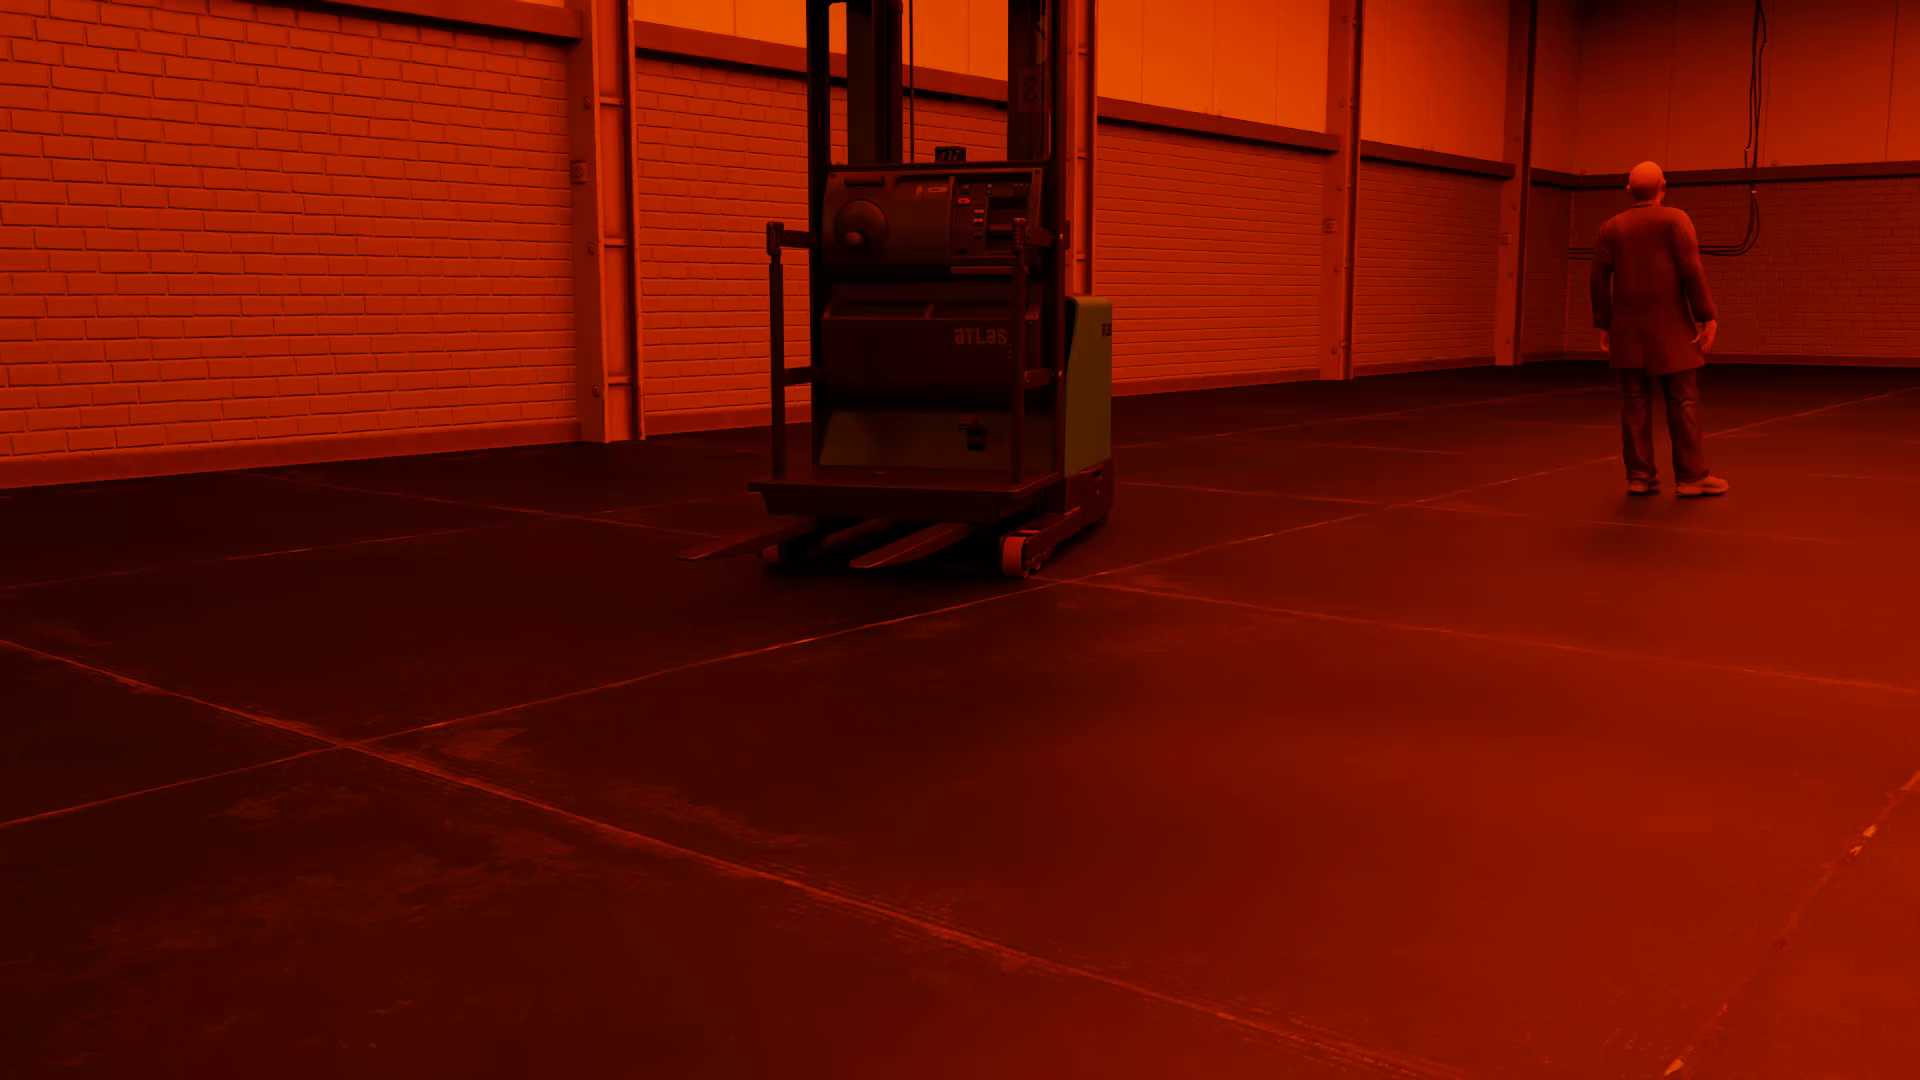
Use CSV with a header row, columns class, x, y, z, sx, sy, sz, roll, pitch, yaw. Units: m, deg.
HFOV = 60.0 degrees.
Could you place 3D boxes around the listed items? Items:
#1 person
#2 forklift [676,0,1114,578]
class,x,y,z,sx,sy,sz,roll,pitch,yaw
person,3.814,-1.148,9.060,0.582,1.775,0.694,-7,11,-39
forklift,-0.176,-1.366,6.616,1.130,2.935,3.031,3,9,17
